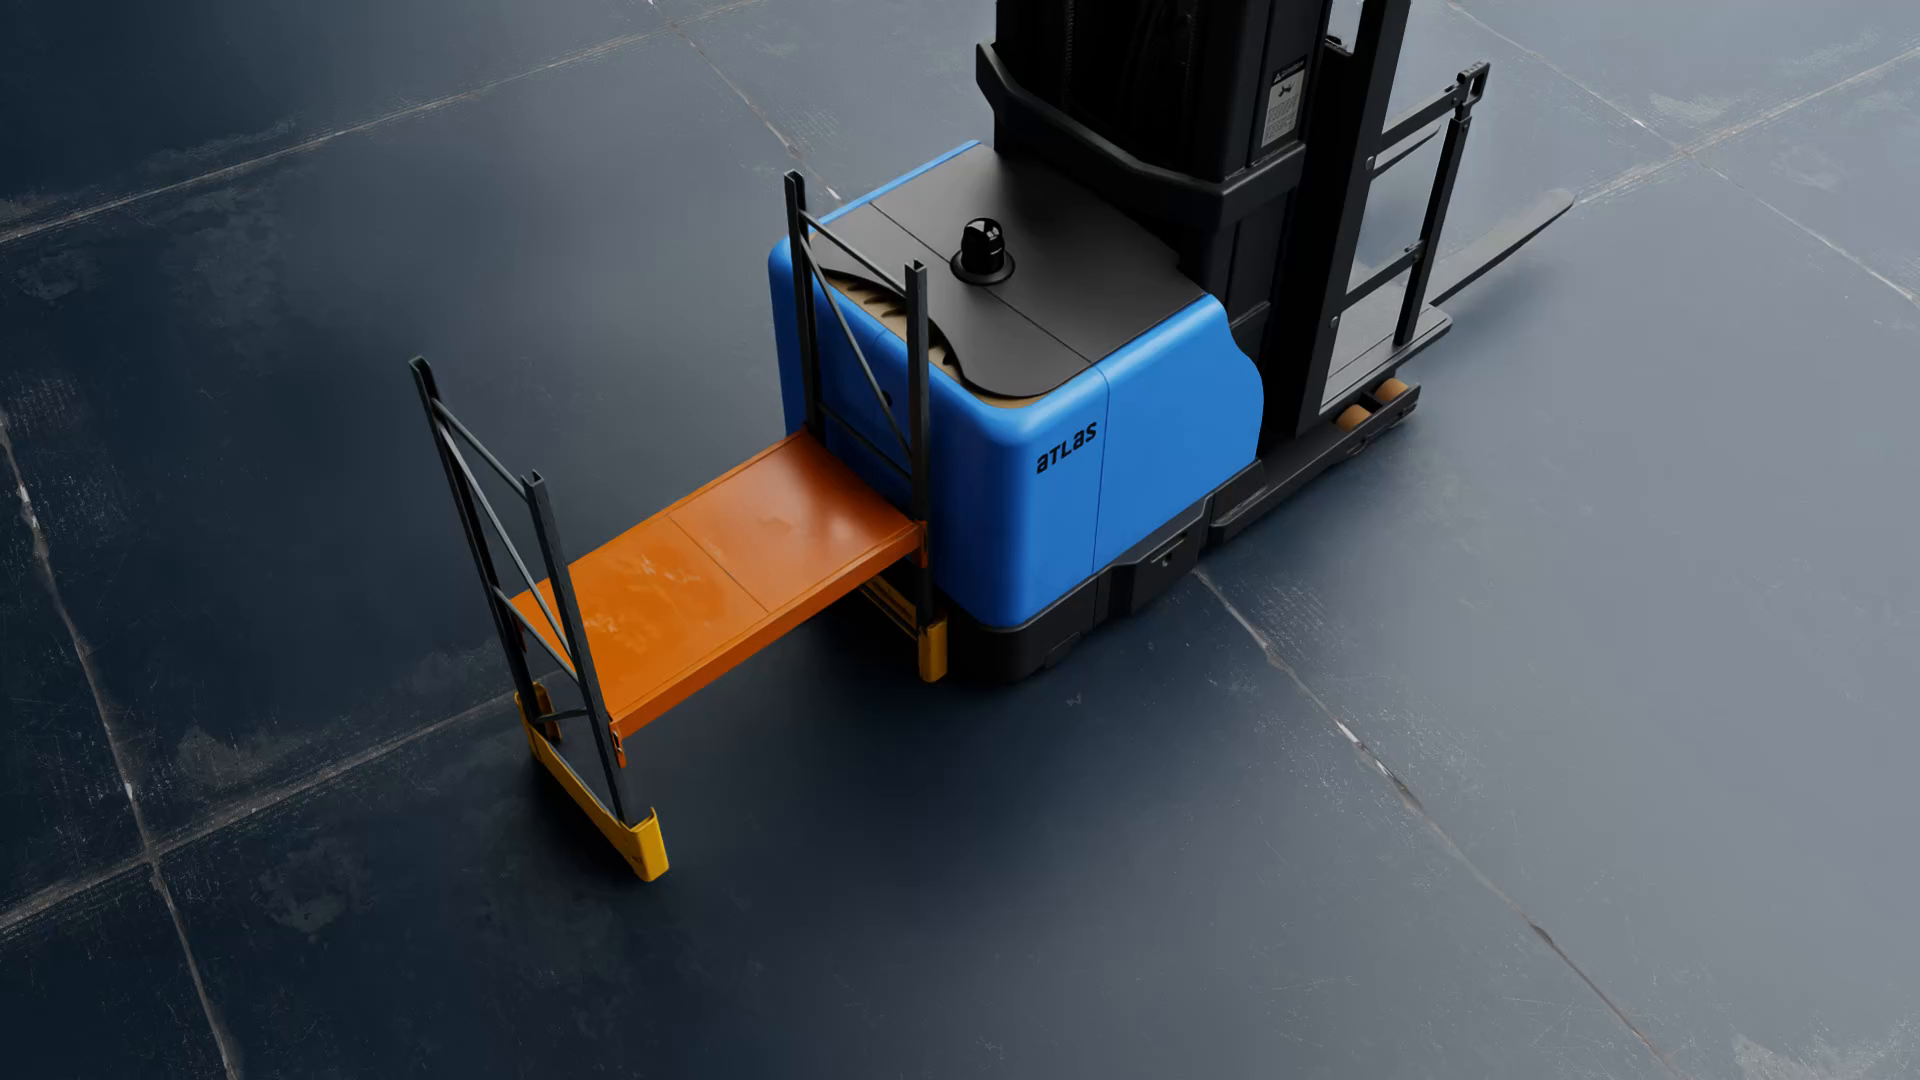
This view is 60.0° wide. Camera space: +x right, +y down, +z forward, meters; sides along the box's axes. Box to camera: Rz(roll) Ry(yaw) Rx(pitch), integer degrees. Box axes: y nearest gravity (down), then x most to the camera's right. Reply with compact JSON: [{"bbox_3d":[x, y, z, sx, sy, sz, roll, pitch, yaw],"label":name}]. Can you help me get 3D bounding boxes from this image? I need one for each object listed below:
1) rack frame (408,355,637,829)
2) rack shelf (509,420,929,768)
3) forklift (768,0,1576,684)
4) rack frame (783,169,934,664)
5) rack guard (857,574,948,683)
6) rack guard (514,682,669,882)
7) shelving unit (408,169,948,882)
[{"bbox_3d":[-1.013,0.246,4.027,0.032,1.500,0.500,-33,56,-26],"label":"rack frame"},{"bbox_3d":[-0.633,0.114,4.385,1.000,0.185,0.538,-33,56,-26],"label":"rack shelf"},{"bbox_3d":[0.896,-1.520,4.641,3.031,2.935,1.130,-33,56,-26],"label":"forklift"},{"bbox_3d":[-0.252,-0.258,4.475,0.032,1.500,0.500,-33,56,-26],"label":"rack frame"},{"bbox_3d":[-0.253,0.159,4.941,0.087,0.250,0.587,-33,56,-26],"label":"rack guard"},{"bbox_3d":[-0.999,0.652,4.502,0.087,0.250,0.587,-33,56,-26],"label":"rack guard"},{"bbox_3d":[-0.626,-0.010,4.255,1.083,1.500,0.587,-33,56,-26],"label":"shelving unit"}]
